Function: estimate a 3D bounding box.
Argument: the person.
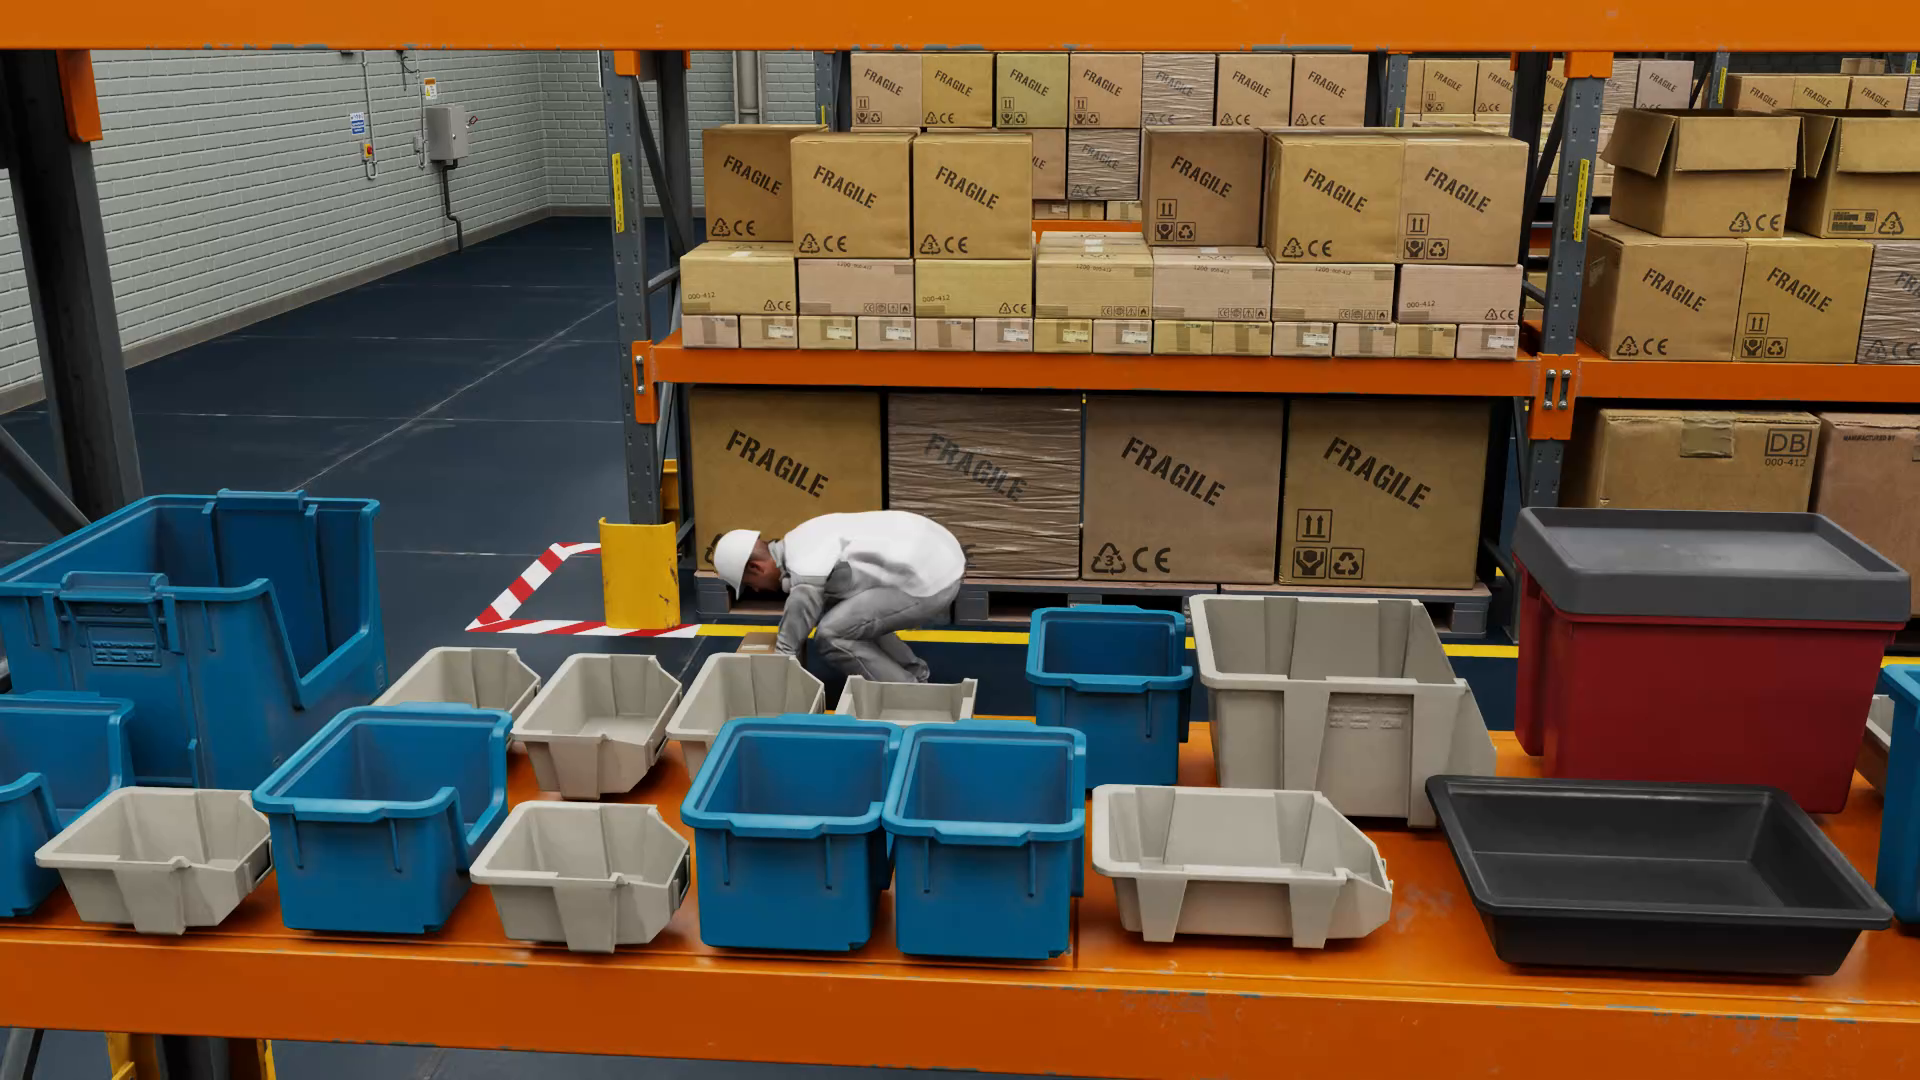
[{"bbox_3d":[-0.486,0.201,6.696,0.996,0.974,0.511,0,17,1],"label":"person"}]
